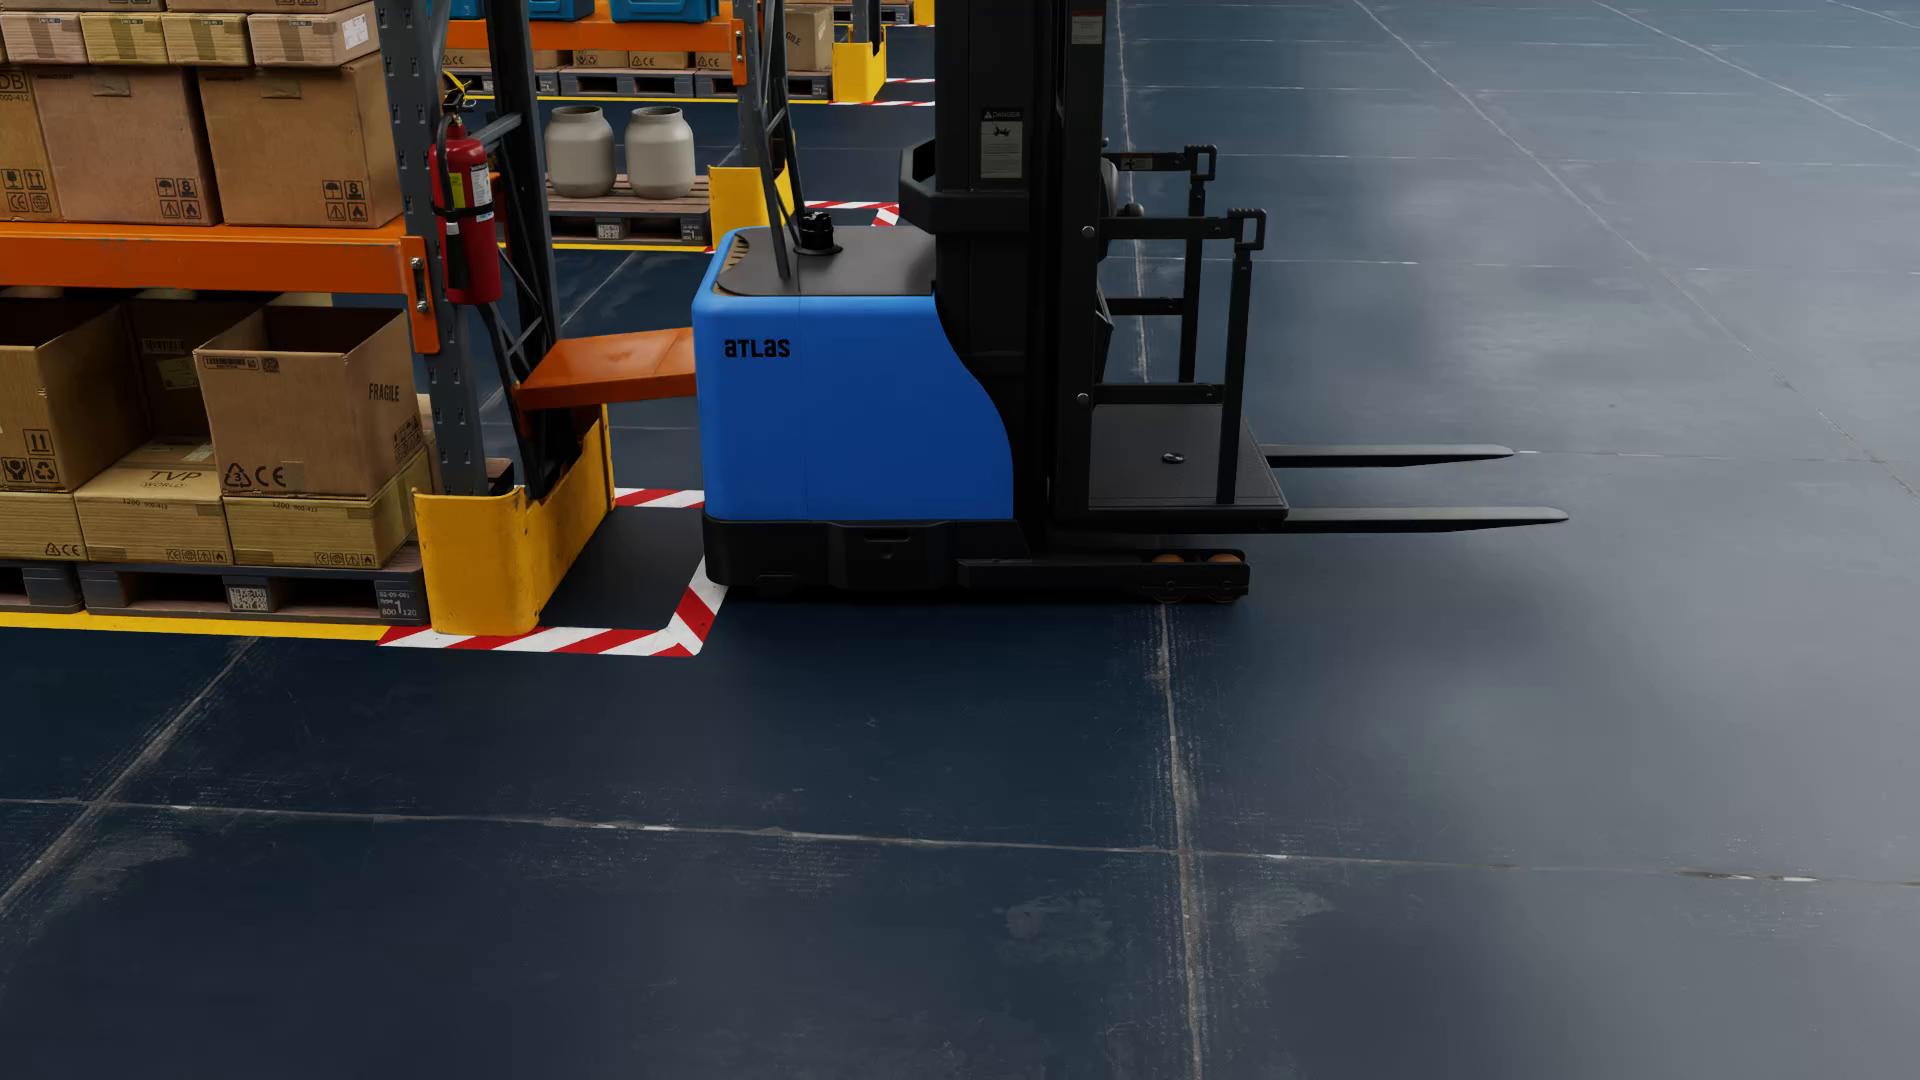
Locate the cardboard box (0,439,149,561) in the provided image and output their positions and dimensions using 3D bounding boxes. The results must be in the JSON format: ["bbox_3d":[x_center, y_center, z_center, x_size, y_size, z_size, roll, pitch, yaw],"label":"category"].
[{"bbox_3d":[-3.140,-0.151,5.739,0.500,0.250,0.500,2,25,4],"label":"cardboard box"}]

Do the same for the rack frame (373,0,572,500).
[{"bbox_3d":[-1.584,-1.289,5.425,0.127,3.000,1.000,2,25,4],"label":"rack frame"}]

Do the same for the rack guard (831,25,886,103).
[{"bbox_3d":[-0.898,-4.285,14.925,0.348,0.500,1.175,2,25,4],"label":"rack guard"}]

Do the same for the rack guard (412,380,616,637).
[{"bbox_3d":[-1.560,-0.153,5.946,0.348,0.500,1.175,2,25,4],"label":"rack guard"}]

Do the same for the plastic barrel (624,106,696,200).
[{"bbox_3d":[-1.863,-2.403,10.320,0.421,0.512,0.421,0,25,0],"label":"plastic barrel"}]

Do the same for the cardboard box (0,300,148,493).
[{"bbox_3d":[-3.140,-0.490,5.579,0.500,0.500,0.500,2,25,4],"label":"cardboard box"}]

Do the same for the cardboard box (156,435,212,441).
[{"bbox_3d":[-2.601,-0.355,6.182,0.500,0.250,0.500,2,25,4],"label":"cardboard box"}]

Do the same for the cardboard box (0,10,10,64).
[{"bbox_3d":[-3.008,-1.595,5.194,0.250,0.149,0.380,3,25,6],"label":"cardboard box"}]

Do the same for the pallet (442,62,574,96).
[{"bbox_3d":[-4.138,-4.272,15.244,1.213,0.211,1.003,2,25,4],"label":"pallet"}]

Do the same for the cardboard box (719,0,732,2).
[{"bbox_3d":[-2.809,-6.759,19.351,0.875,0.875,0.875,2,25,4],"label":"cardboard box"}]

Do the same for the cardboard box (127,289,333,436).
[{"bbox_3d":[-2.600,-0.696,6.027,0.500,0.500,0.500,2,25,4],"label":"cardboard box"}]

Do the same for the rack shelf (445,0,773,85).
[{"bbox_3d":[-3.195,-3.091,10.201,4.000,0.370,1.077,2,25,4],"label":"rack shelf"}]

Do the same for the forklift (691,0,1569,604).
[{"bbox_3d":[0.624,-1.335,5.608,3.031,2.935,1.130,0,25,-1],"label":"forklift"}]

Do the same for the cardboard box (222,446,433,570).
[{"bbox_3d":[-2.141,-0.125,5.681,0.500,0.250,0.500,2,25,4],"label":"cardboard box"}]

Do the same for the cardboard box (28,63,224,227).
[{"bbox_3d":[-2.573,-1.370,5.480,0.500,0.500,0.700,2,25,5],"label":"cardboard box"}]

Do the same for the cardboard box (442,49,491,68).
[{"bbox_3d":[-4.415,-4.571,15.046,0.500,0.500,0.500,1,25,2],"label":"cardboard box"}]

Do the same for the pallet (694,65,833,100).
[{"bbox_3d":[-1.705,-4.194,15.074,1.213,0.211,1.003,2,25,4],"label":"pallet"}]

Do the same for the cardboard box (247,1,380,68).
[{"bbox_3d":[-1.980,-1.562,5.122,0.250,0.149,0.380,1,25,3],"label":"cardboard box"}]

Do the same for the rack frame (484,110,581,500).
[{"bbox_3d":[-1.547,-0.714,5.886,0.032,1.500,0.500,-5,26,6],"label":"rack frame"}]

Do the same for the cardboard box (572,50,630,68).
[{"bbox_3d":[-3.218,-4.569,15.041,0.500,0.500,0.500,0,25,-1],"label":"cardboard box"}]

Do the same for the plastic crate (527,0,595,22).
[{"bbox_3d":[-2.370,-3.200,9.756,0.408,0.251,0.499,2,25,4],"label":"plastic crate"}]

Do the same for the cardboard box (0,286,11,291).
[{"bbox_3d":[-3.597,-0.730,6.101,0.500,0.500,0.500,2,25,4],"label":"cardboard box"}]

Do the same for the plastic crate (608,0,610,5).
[{"bbox_3d":[-2.069,-3.396,10.320,0.250,0.136,0.298,2,25,4],"label":"plastic crate"}]

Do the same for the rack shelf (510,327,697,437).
[{"bbox_3d":[-1.021,-0.595,5.910,1.000,0.185,0.538,-5,26,6],"label":"rack shelf"}]

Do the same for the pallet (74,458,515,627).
[{"bbox_3d":[-2.350,-0.029,6.023,1.213,0.211,1.003,2,25,4],"label":"pallet"}]

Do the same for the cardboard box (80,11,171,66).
[{"bbox_3d":[-2.496,-1.578,5.157,0.250,0.149,0.380,1,25,3],"label":"cardboard box"}]

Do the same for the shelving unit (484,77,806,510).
[{"bbox_3d":[-1.052,-0.754,5.832,1.083,1.500,0.587,-5,26,6],"label":"shelving unit"}]

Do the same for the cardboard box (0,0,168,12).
[{"bbox_3d":[-2.626,-1.960,5.212,0.500,0.500,0.700,1,25,3],"label":"cardboard box"}]

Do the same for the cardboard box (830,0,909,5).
[{"bbox_3d":[-1.023,-6.701,19.227,0.875,0.875,0.875,2,25,4],"label":"cardboard box"}]

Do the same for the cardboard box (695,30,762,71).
[{"bbox_3d":[-2.042,-4.505,14.901,0.500,0.500,0.500,8,26,18],"label":"cardboard box"}]

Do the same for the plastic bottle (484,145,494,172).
[{"bbox_3d":[-3.088,-2.473,10.820,0.097,0.201,0.097,0,25,0],"label":"plastic bottle"}]

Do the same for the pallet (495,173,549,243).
[{"bbox_3d":[-3.303,-2.138,10.605,1.213,0.211,1.003,2,25,4],"label":"pallet"}]
